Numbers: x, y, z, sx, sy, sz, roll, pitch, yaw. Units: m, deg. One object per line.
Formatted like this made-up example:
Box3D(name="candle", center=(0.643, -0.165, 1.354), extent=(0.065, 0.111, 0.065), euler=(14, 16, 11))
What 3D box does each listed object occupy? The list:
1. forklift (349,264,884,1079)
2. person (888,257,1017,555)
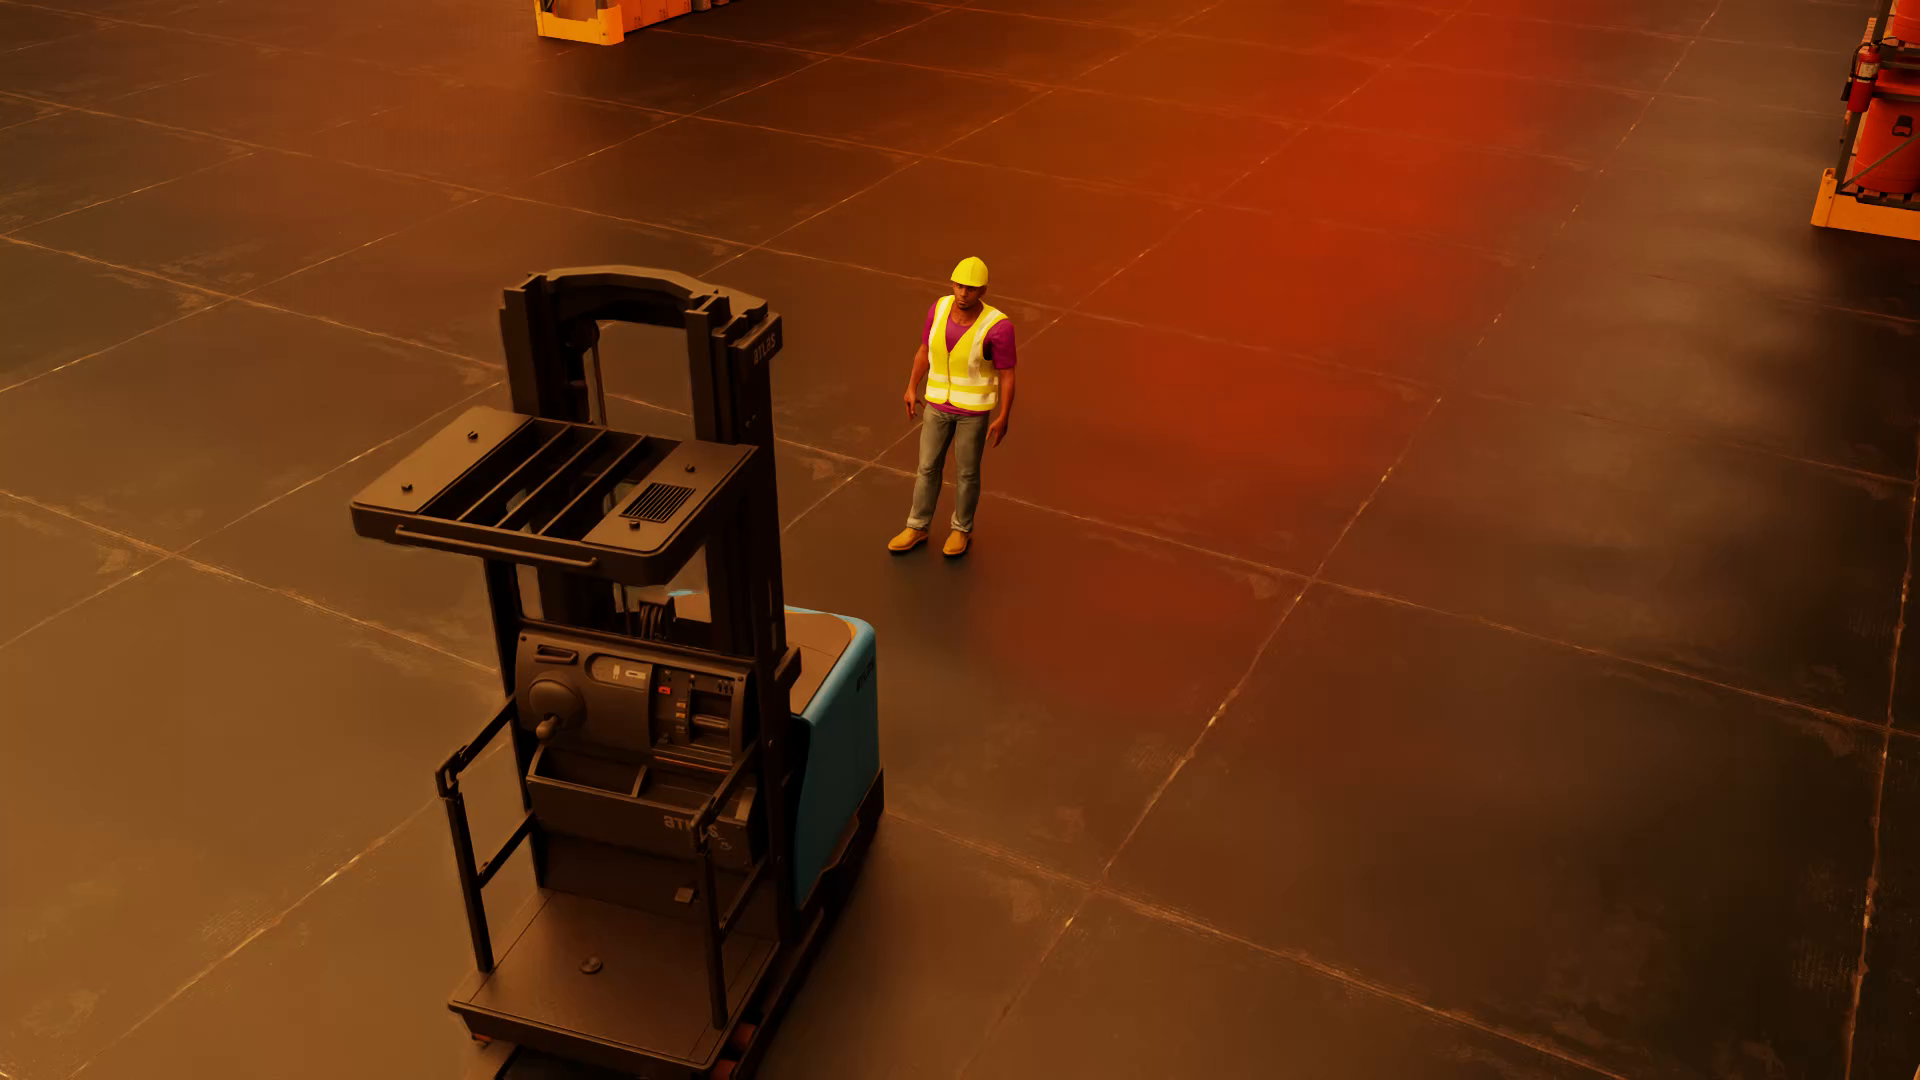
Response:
Box3D(name="forklift", center=(-1.280, 0.639, 5.963), extent=(1.130, 2.935, 3.031), euler=(9, 31, 15))
Box3D(name="person", center=(-0.039, -0.742, 9.507), extent=(0.665, 1.768, 0.575), euler=(15, 33, 25))
